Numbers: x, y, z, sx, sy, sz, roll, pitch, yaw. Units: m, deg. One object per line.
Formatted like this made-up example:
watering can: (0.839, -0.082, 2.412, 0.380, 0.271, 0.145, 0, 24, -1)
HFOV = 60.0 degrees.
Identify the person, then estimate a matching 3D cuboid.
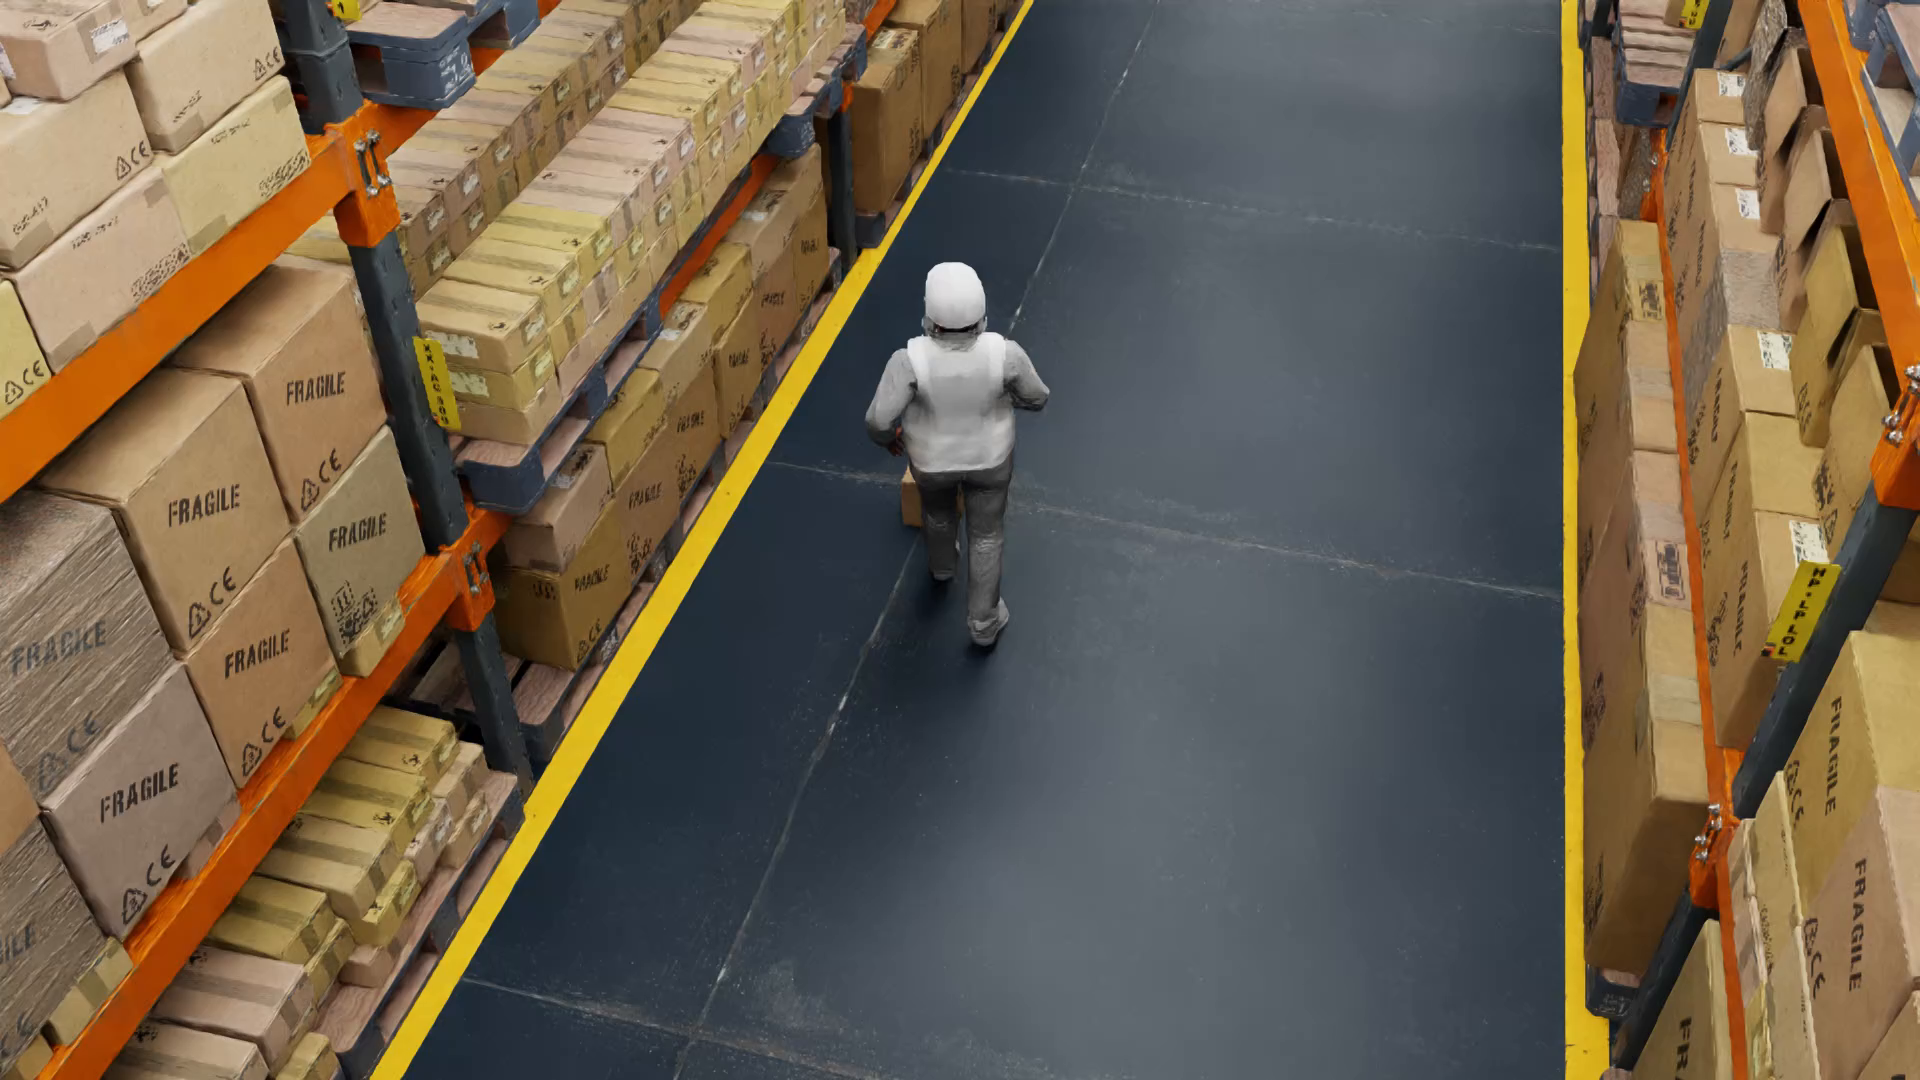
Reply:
person: (-0.023, -0.445, 6.640, 0.702, 1.759, 0.763, -2, 41, -2)
